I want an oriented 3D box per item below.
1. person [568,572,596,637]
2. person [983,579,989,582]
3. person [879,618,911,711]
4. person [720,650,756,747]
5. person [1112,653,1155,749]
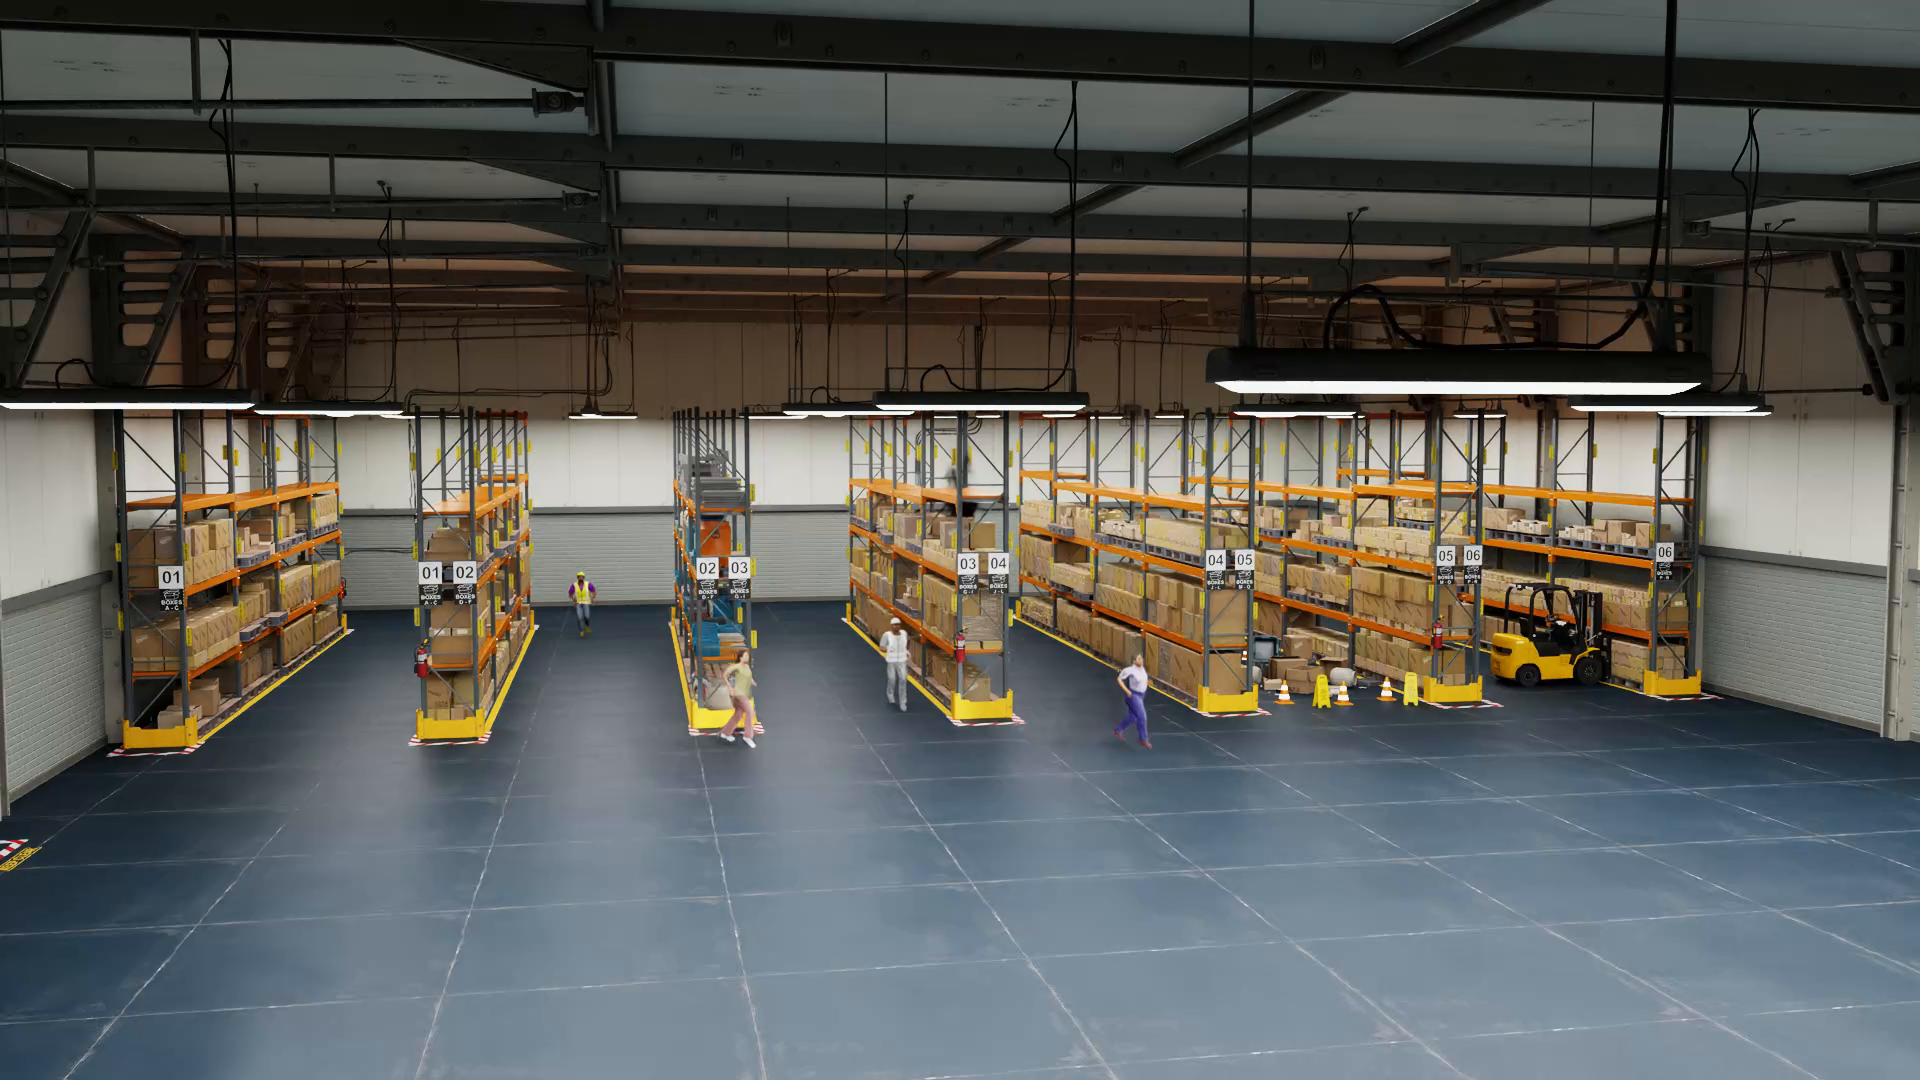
[{"bbox_3d":[-10.069,1.717,44.338,0.740,1.732,0.570,-1,4,-14],"label":"person"},{"bbox_3d":[0.645,1.450,49.372,0.780,1.536,0.691,-2,5,-26],"label":"person"},{"bbox_3d":[-1.285,2.455,33.252,0.672,1.819,0.928,-1,4,-13],"label":"person"},{"bbox_3d":[-3.905,2.803,29.565,0.745,1.712,0.574,1,4,17],"label":"person"},{"bbox_3d":[3.091,2.818,29.364,0.849,1.683,0.587,2,5,31],"label":"person"}]
